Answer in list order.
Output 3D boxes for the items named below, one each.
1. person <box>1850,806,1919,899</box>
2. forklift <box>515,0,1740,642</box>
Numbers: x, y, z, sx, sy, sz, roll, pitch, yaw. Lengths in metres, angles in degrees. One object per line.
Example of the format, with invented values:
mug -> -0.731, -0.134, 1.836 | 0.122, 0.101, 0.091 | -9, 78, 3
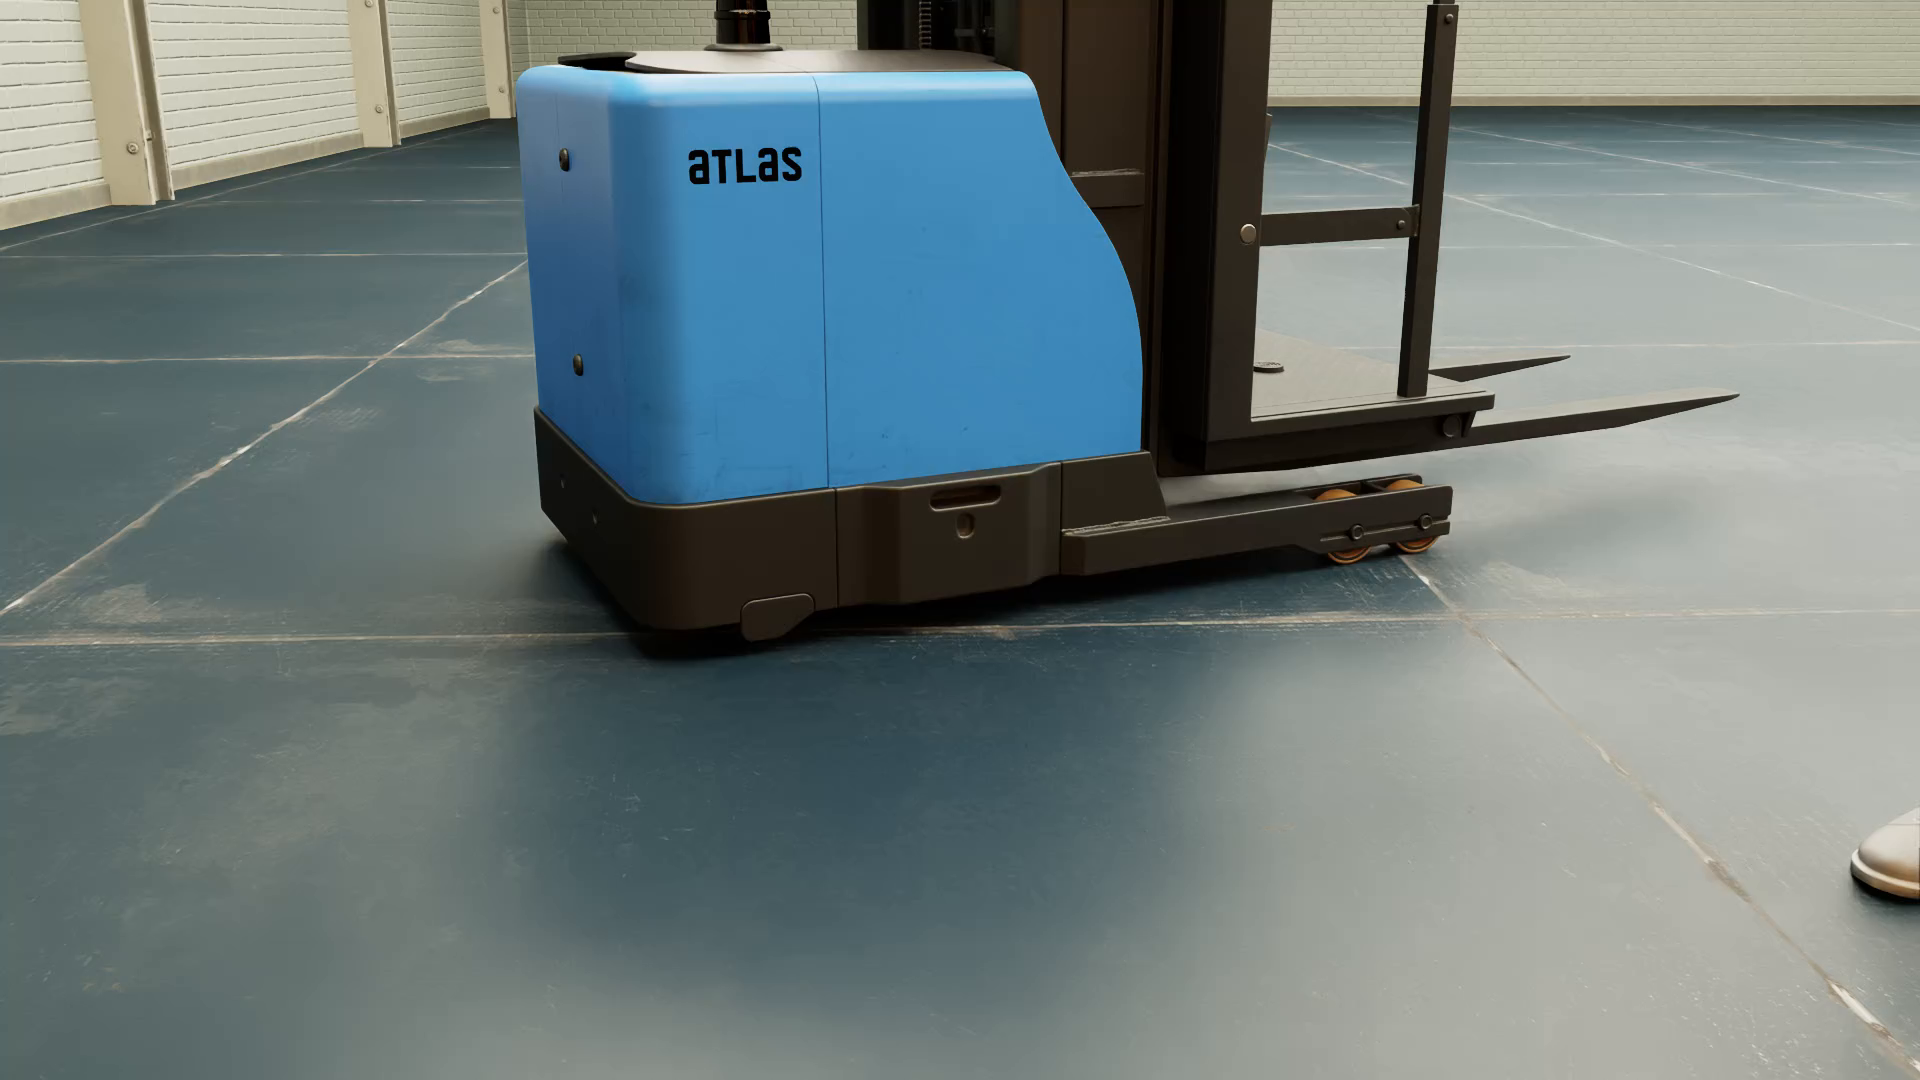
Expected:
person -> 1.577, -0.322, 2.018 | 0.599, 1.725, 0.393 | 15, 23, 41
forklift -> 0.569, -1.479, 3.744 | 3.031, 2.935, 1.130 | -8, 19, -24
